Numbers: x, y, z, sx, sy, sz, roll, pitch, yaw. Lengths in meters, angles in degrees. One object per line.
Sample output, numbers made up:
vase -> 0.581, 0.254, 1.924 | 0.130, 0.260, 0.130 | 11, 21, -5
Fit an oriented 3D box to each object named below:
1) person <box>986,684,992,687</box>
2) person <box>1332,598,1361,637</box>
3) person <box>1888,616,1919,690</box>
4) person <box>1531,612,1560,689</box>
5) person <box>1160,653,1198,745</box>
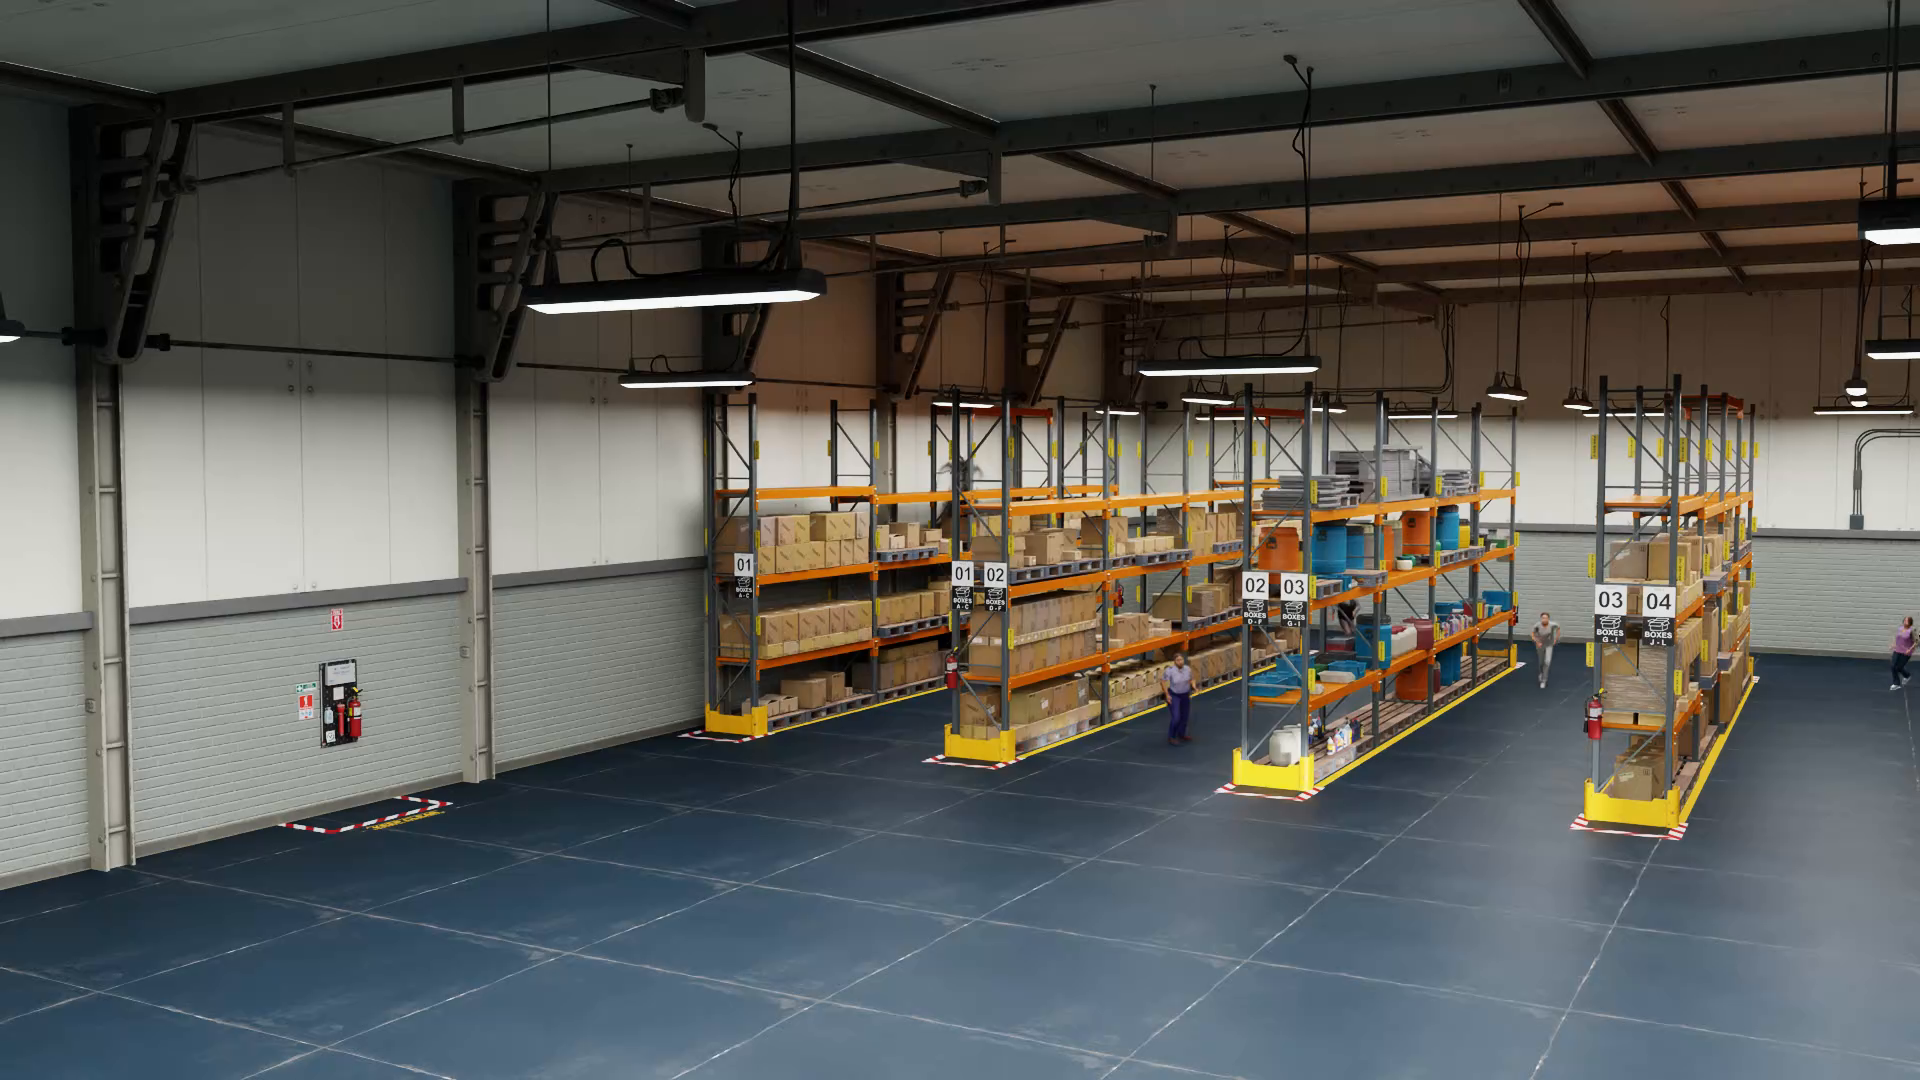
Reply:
person -> 0.746, 2.416, 33.686 | 0.622, 1.504, 1.015 | 2, 4, 31
person -> 9.451, 1.950, 40.725 | 0.644, 1.702, 0.881 | -1, 3, -9
person -> 19.735, 2.373, 34.718 | 0.539, 1.543, 0.593 | -2, 4, -29
person -> 12.442, 2.310, 35.377 | 0.592, 1.623, 0.997 | 1, 3, 13
person -> 3.772, 2.704, 28.437 | 0.673, 1.591, 0.767 | -1, 3, -26
